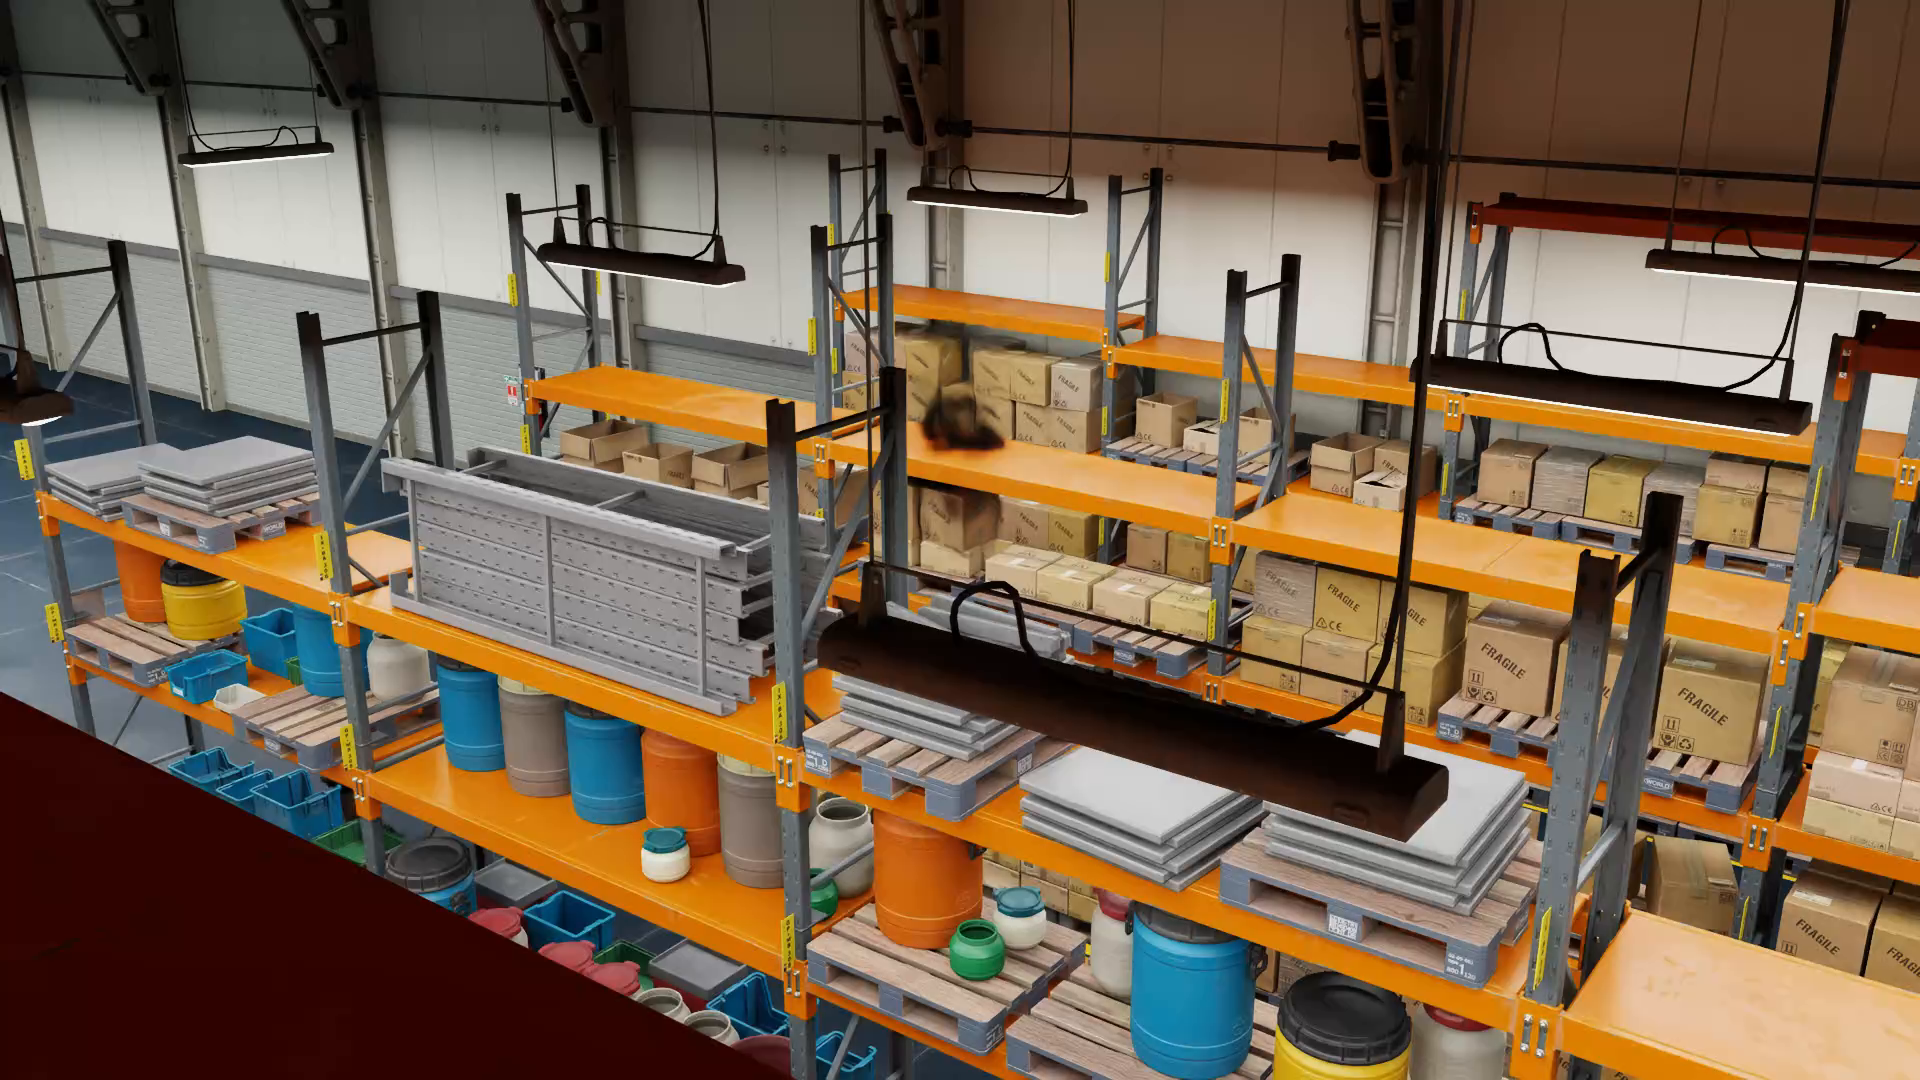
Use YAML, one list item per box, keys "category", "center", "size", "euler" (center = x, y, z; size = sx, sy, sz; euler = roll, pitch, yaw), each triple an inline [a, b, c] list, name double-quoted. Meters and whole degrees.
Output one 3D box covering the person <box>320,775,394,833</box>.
- category: "person"
  center: [-5.743, 2.304, 15.609]
  size: [0.527, 1.667, 0.667]
  euler: [6, 20, 19]
